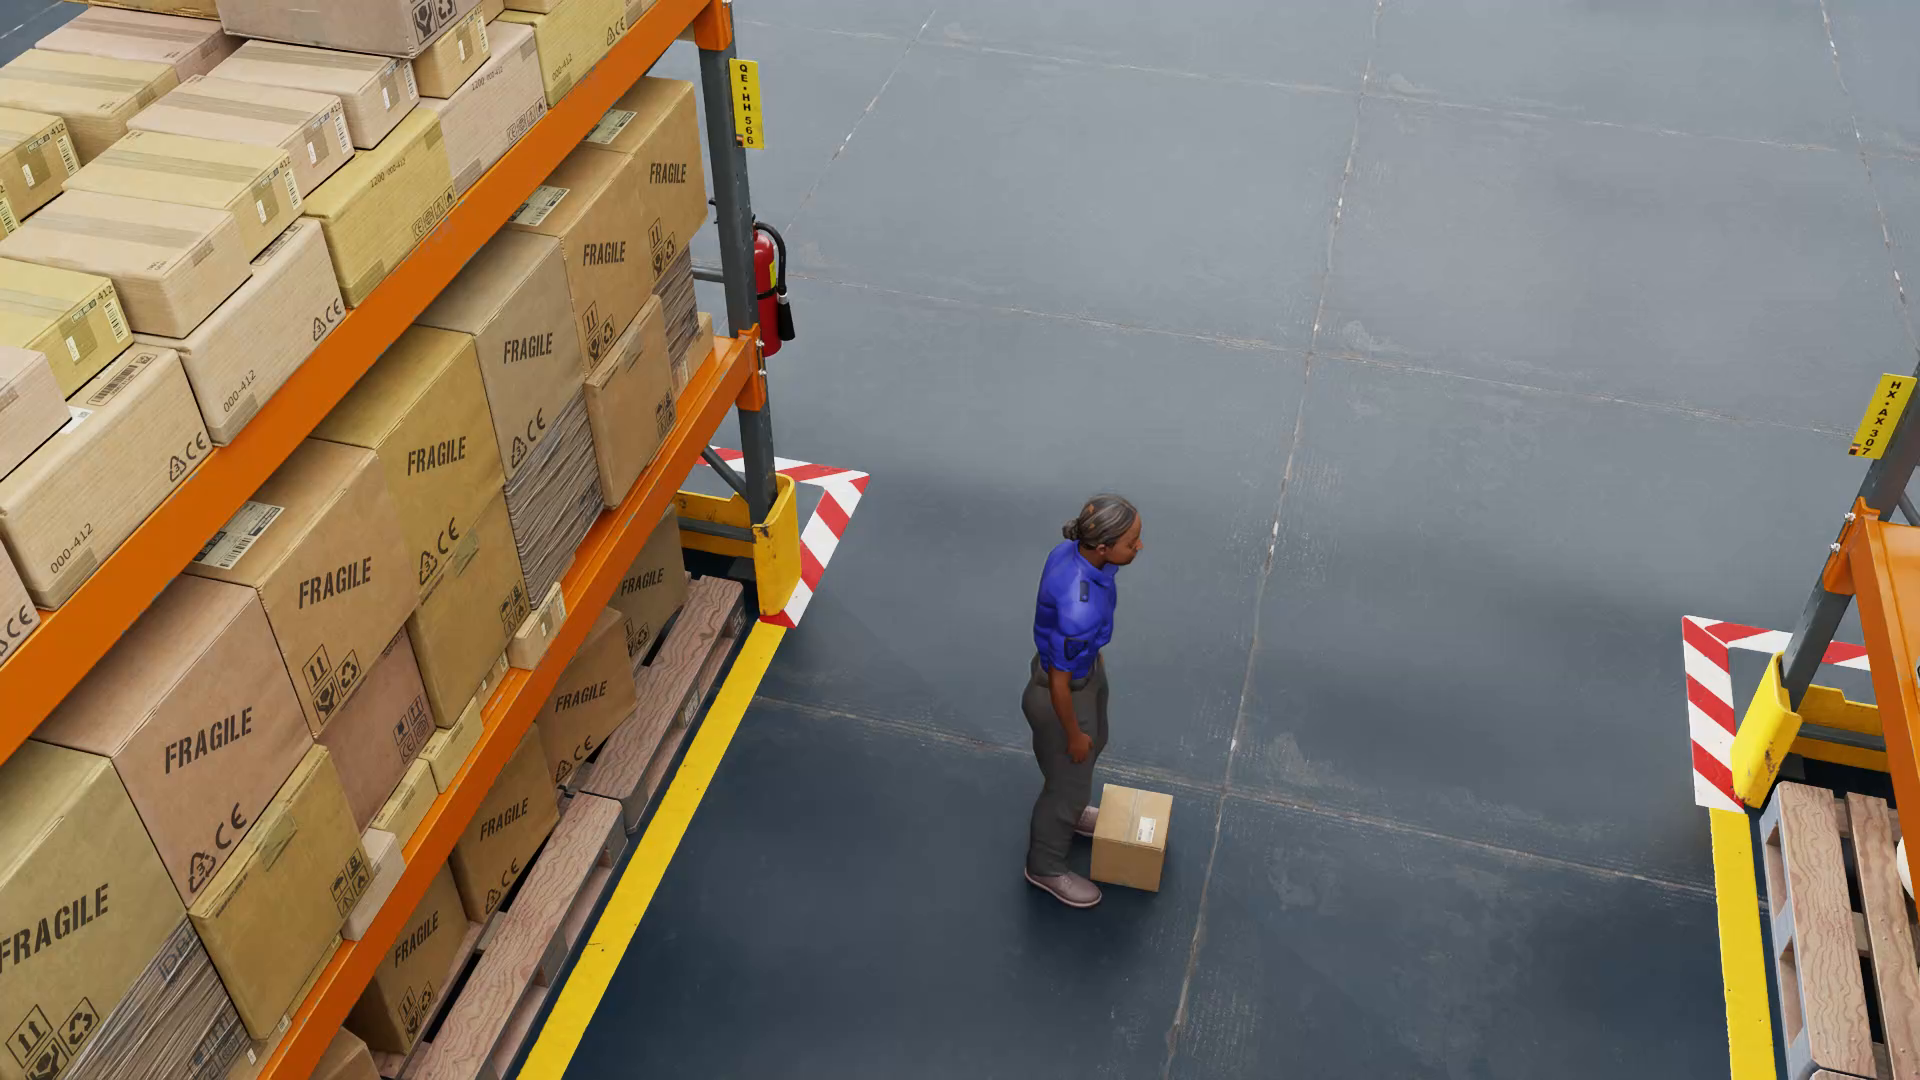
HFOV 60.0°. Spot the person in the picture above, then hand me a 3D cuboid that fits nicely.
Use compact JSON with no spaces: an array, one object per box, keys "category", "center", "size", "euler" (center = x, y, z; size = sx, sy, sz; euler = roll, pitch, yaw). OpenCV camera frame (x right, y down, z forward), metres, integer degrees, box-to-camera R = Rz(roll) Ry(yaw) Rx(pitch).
[{"category":"person","center":[0.392,0.510,5.580],"size":[0.346,1.655,0.532],"euler":[8,42,9]}]
